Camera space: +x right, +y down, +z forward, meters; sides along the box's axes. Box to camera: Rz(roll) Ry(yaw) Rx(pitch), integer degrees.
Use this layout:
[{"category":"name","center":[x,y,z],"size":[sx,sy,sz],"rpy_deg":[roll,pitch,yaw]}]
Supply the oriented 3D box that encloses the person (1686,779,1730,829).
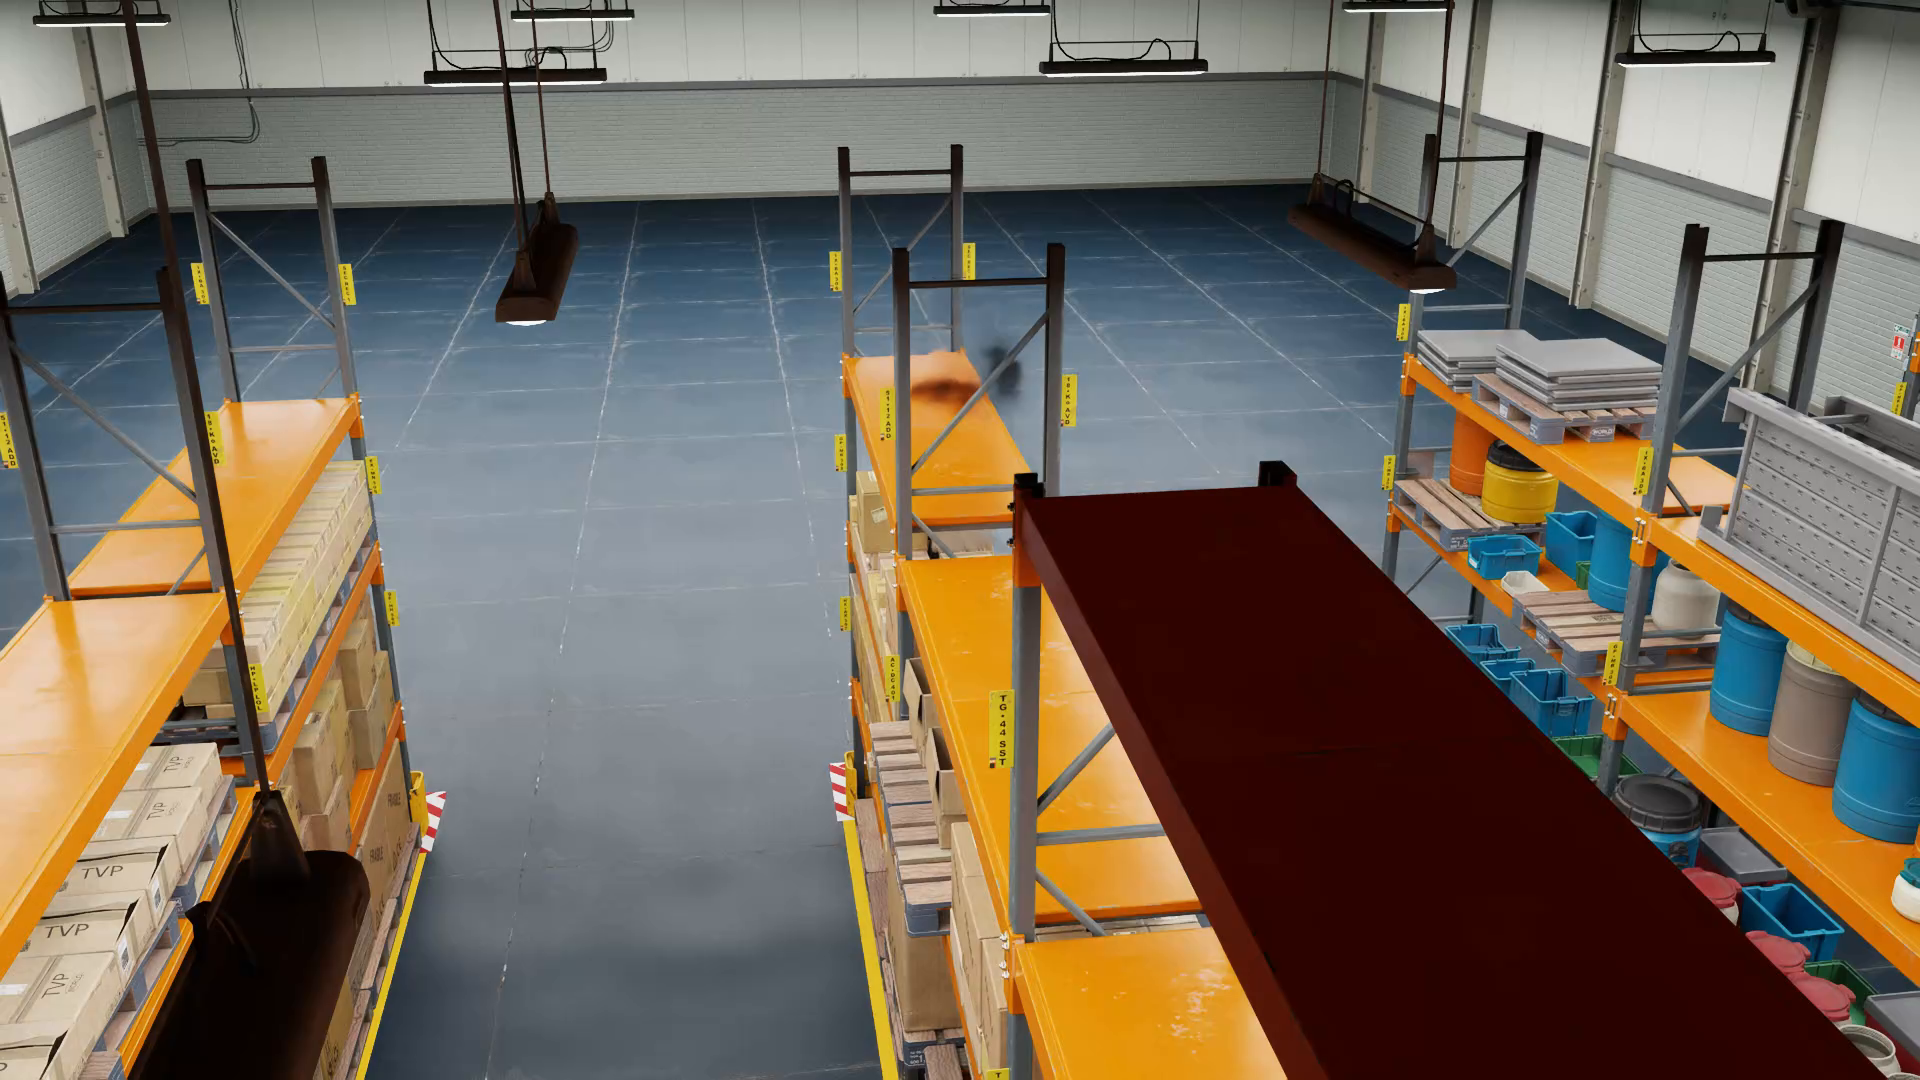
[{"category":"person","center":[6.148,2.185,13.755],"size":[0.703,1.729,0.651],"rpy_deg":[-5,22,-11]}]
